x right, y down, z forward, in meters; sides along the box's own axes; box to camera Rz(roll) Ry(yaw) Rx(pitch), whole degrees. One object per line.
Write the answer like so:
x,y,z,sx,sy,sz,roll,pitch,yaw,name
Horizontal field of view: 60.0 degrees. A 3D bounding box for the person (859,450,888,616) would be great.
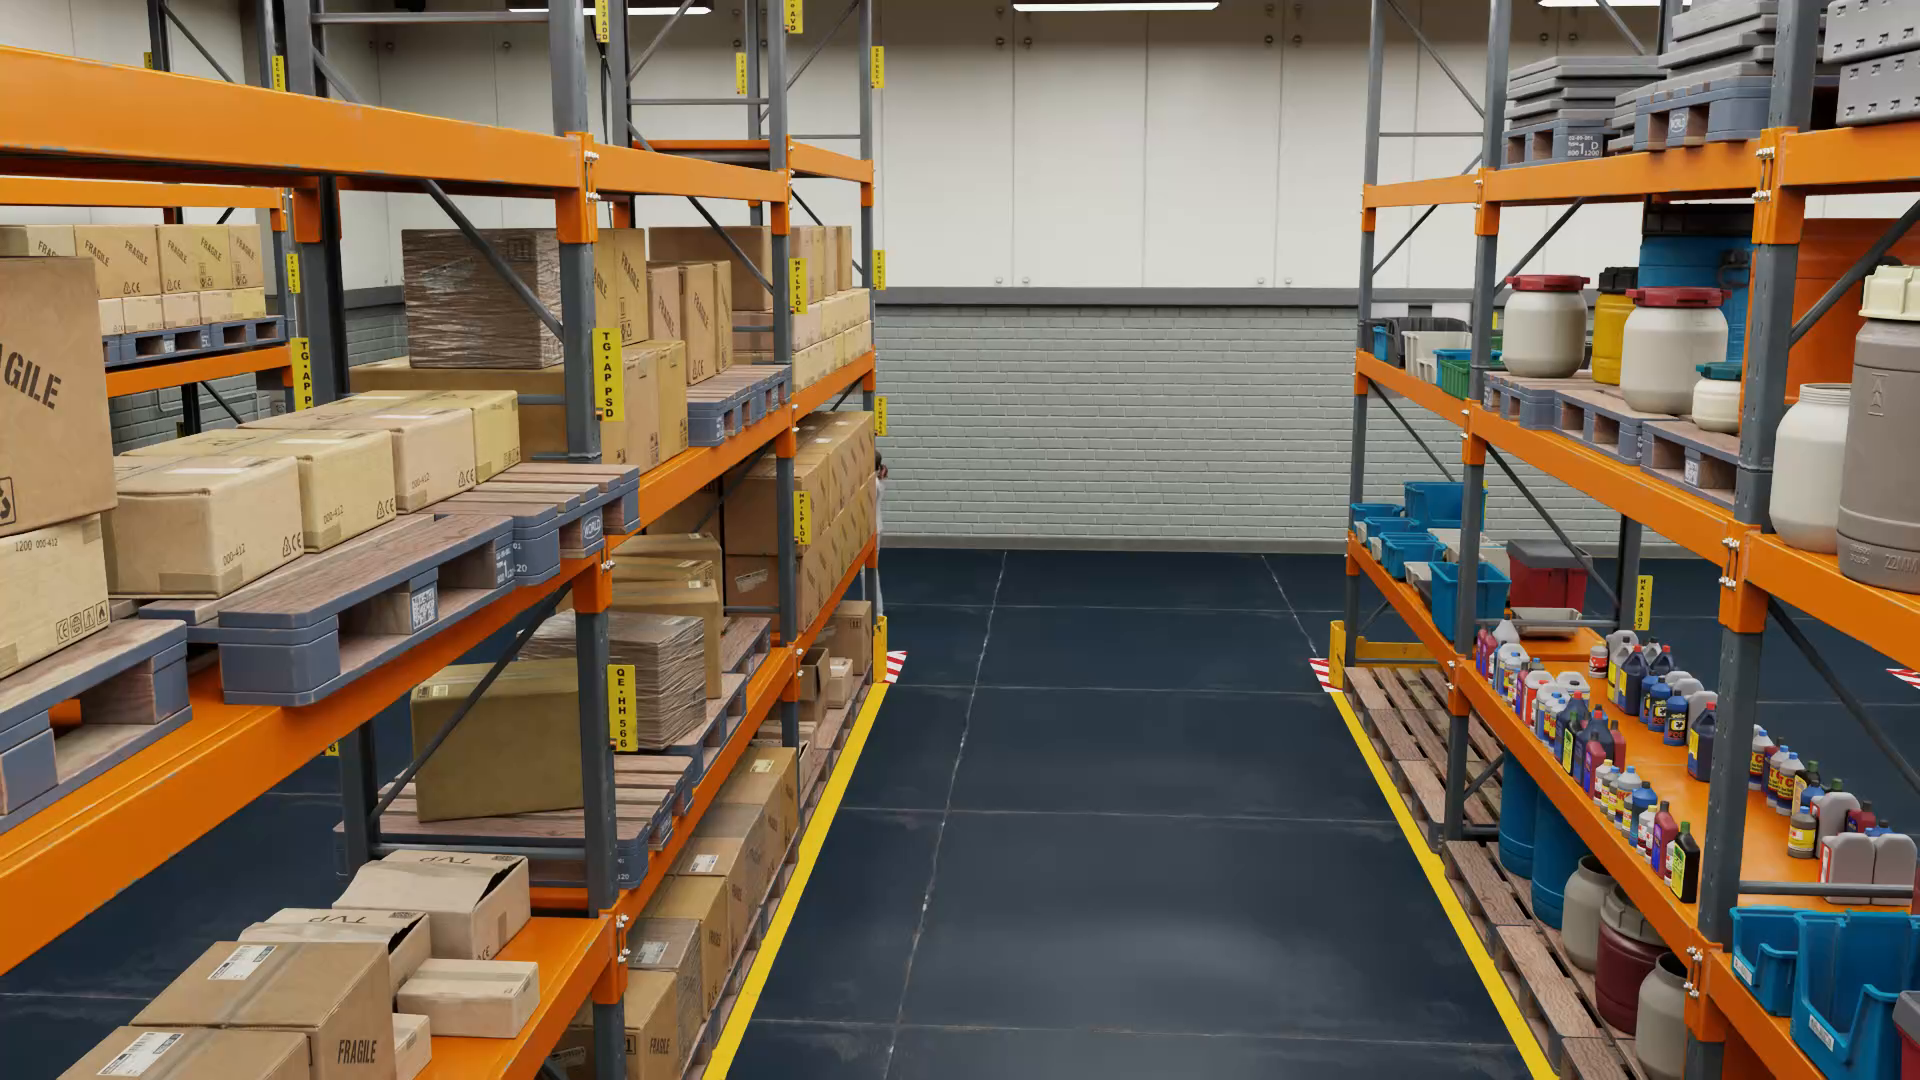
-0.890,-0.042,16.234,0.370,1.658,0.440,1,11,5,person
